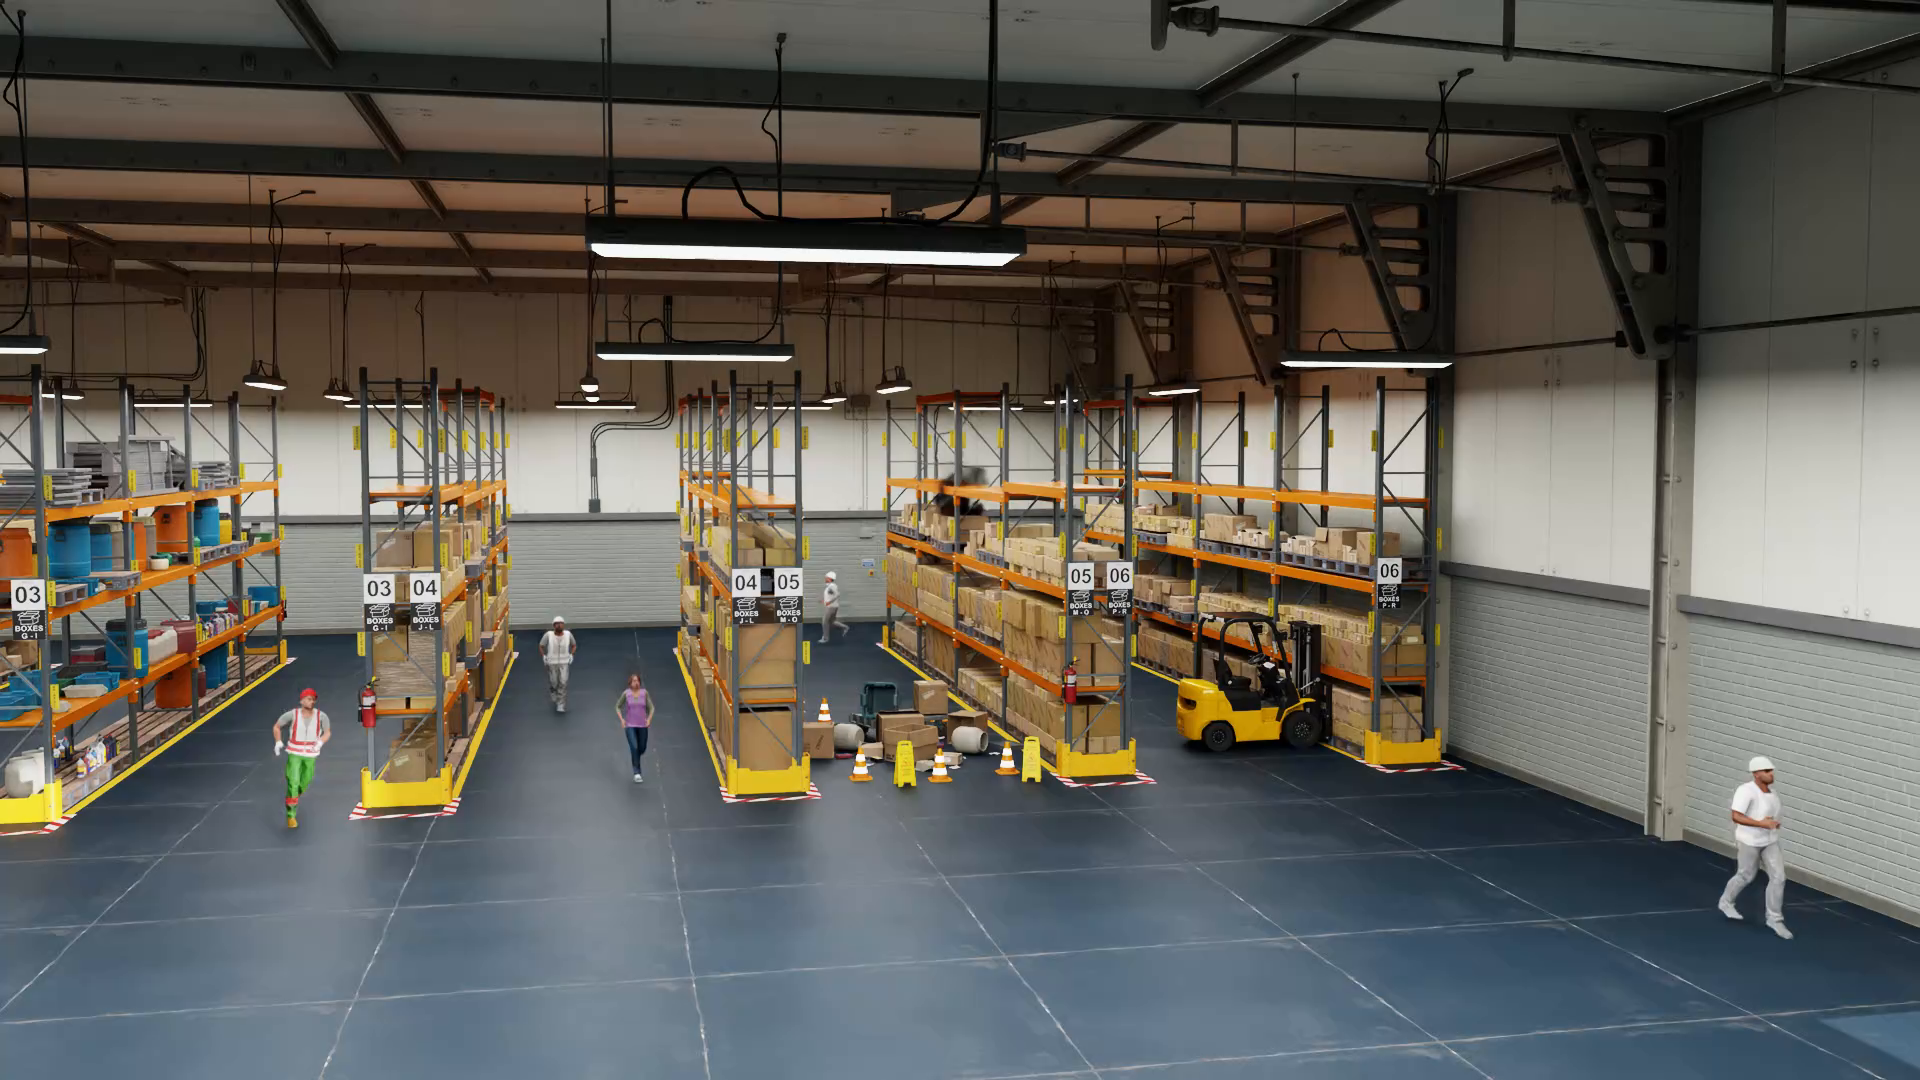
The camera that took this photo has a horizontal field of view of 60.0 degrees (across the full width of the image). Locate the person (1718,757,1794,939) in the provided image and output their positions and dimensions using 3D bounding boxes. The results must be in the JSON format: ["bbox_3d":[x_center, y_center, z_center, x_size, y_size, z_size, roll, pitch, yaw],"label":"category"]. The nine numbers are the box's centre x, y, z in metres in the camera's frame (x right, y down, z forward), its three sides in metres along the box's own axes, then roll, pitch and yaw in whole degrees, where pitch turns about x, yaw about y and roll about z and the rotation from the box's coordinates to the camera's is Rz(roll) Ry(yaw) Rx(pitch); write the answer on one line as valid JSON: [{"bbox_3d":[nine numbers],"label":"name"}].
[{"bbox_3d":[8.126,3.109,17.015,0.676,1.816,0.798,-1,4,-21],"label":"person"}]

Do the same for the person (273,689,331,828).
[{"bbox_3d":[-8.656,2.829,21.902,0.709,1.754,0.878,-2,4,-30],"label":"person"}]

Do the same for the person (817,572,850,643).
[{"bbox_3d":[-3.141,1.680,41.332,0.839,1.772,0.670,-1,3,-10],"label":"person"}]

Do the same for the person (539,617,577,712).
[{"bbox_3d":[-7.470,2.297,30.926,0.698,1.757,0.781,-1,4,-19],"label":"person"}]

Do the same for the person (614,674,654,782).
[{"bbox_3d":[-4.816,2.753,24.604,0.569,1.570,0.738,-1,4,-21],"label":"person"}]
